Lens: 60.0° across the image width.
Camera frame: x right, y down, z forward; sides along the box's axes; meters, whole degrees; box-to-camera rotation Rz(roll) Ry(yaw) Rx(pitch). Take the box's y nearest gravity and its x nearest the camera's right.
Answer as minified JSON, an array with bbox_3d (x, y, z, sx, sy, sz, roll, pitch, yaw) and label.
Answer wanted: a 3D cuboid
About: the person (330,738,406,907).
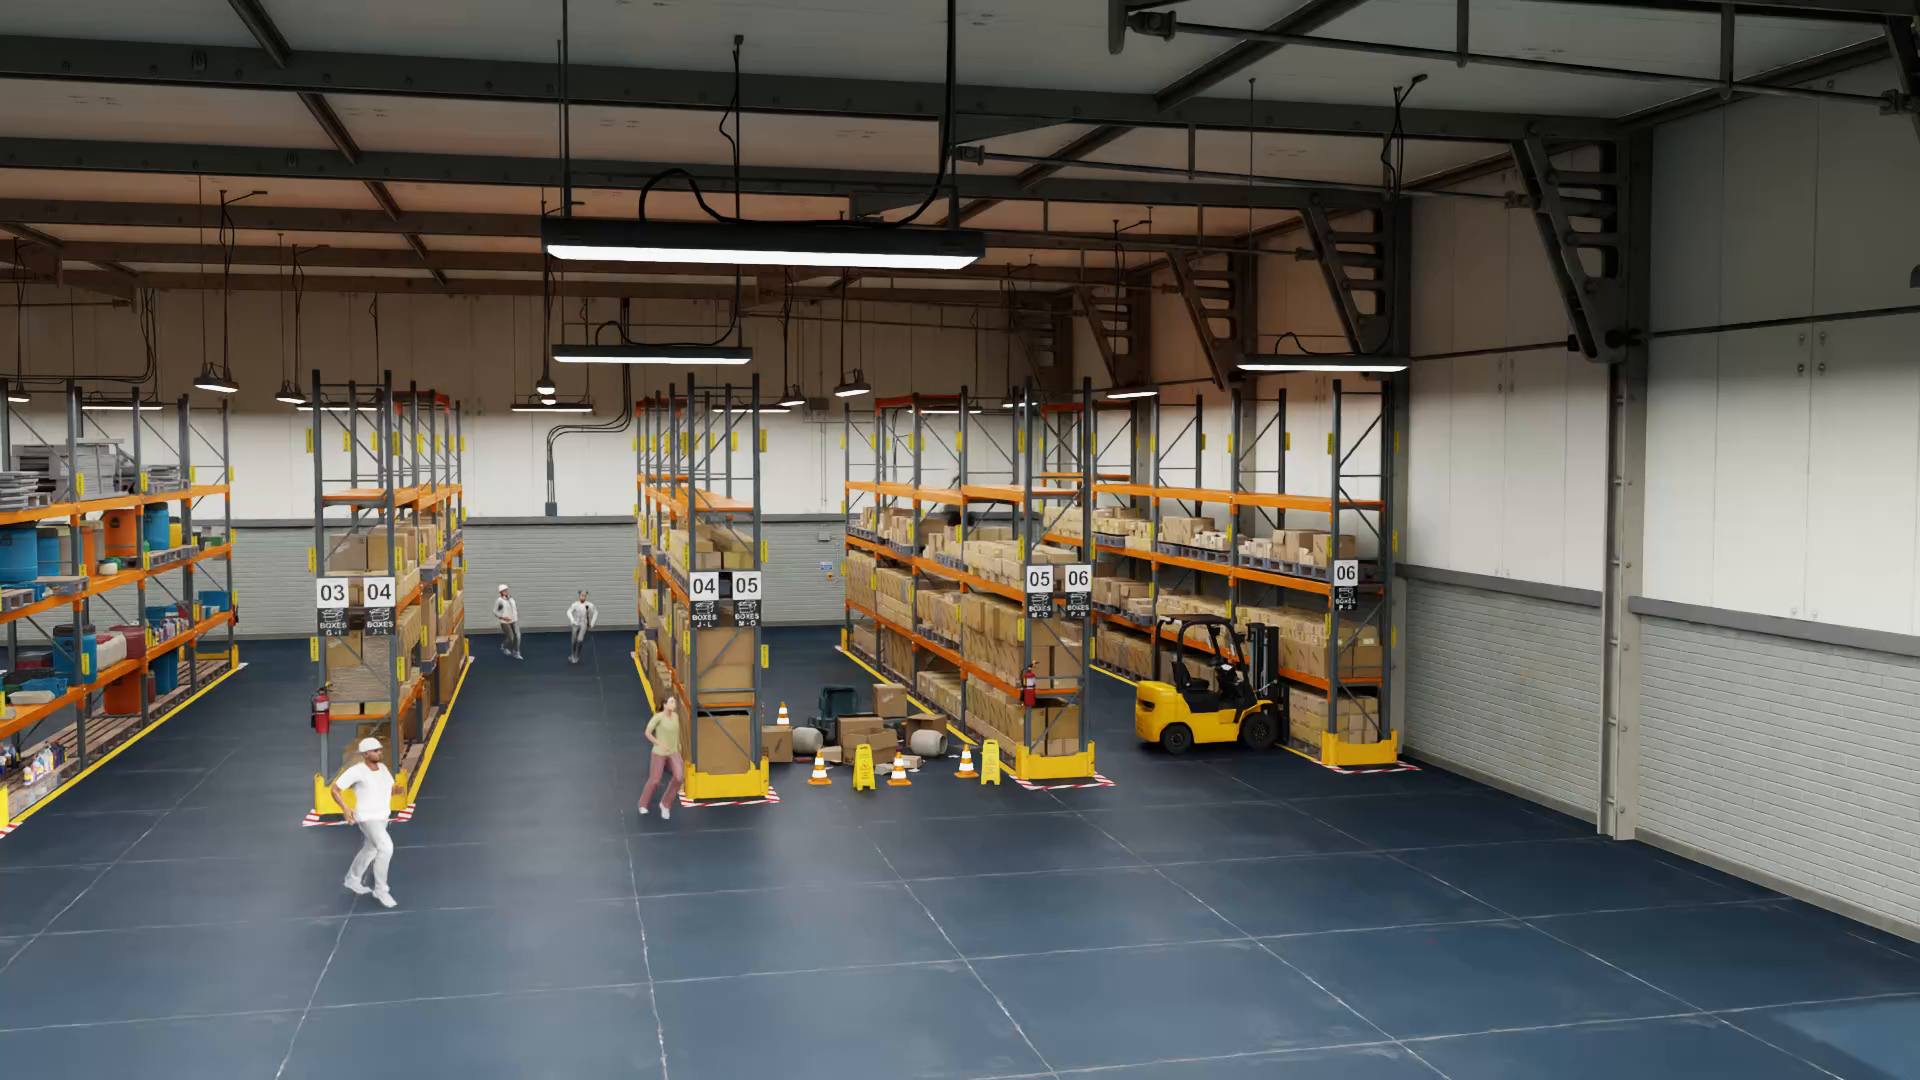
[{"bbox_3d":[-6.422,3.070,18.158,0.775,1.831,0.672,1,3,12],"label":"person"}]

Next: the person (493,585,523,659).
[{"bbox_3d":[-10.552,1.920,38.698,0.626,1.780,0.709,3,4,37],"label":"person"}]

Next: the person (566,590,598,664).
[{"bbox_3d":[-8.672,1.983,38.082,0.686,1.703,0.668,0,3,0],"label":"person"}]

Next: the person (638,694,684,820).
[{"bbox_3d":[-3.955,2.895,22.366,0.639,1.664,0.670,-3,5,-43],"label":"person"}]
